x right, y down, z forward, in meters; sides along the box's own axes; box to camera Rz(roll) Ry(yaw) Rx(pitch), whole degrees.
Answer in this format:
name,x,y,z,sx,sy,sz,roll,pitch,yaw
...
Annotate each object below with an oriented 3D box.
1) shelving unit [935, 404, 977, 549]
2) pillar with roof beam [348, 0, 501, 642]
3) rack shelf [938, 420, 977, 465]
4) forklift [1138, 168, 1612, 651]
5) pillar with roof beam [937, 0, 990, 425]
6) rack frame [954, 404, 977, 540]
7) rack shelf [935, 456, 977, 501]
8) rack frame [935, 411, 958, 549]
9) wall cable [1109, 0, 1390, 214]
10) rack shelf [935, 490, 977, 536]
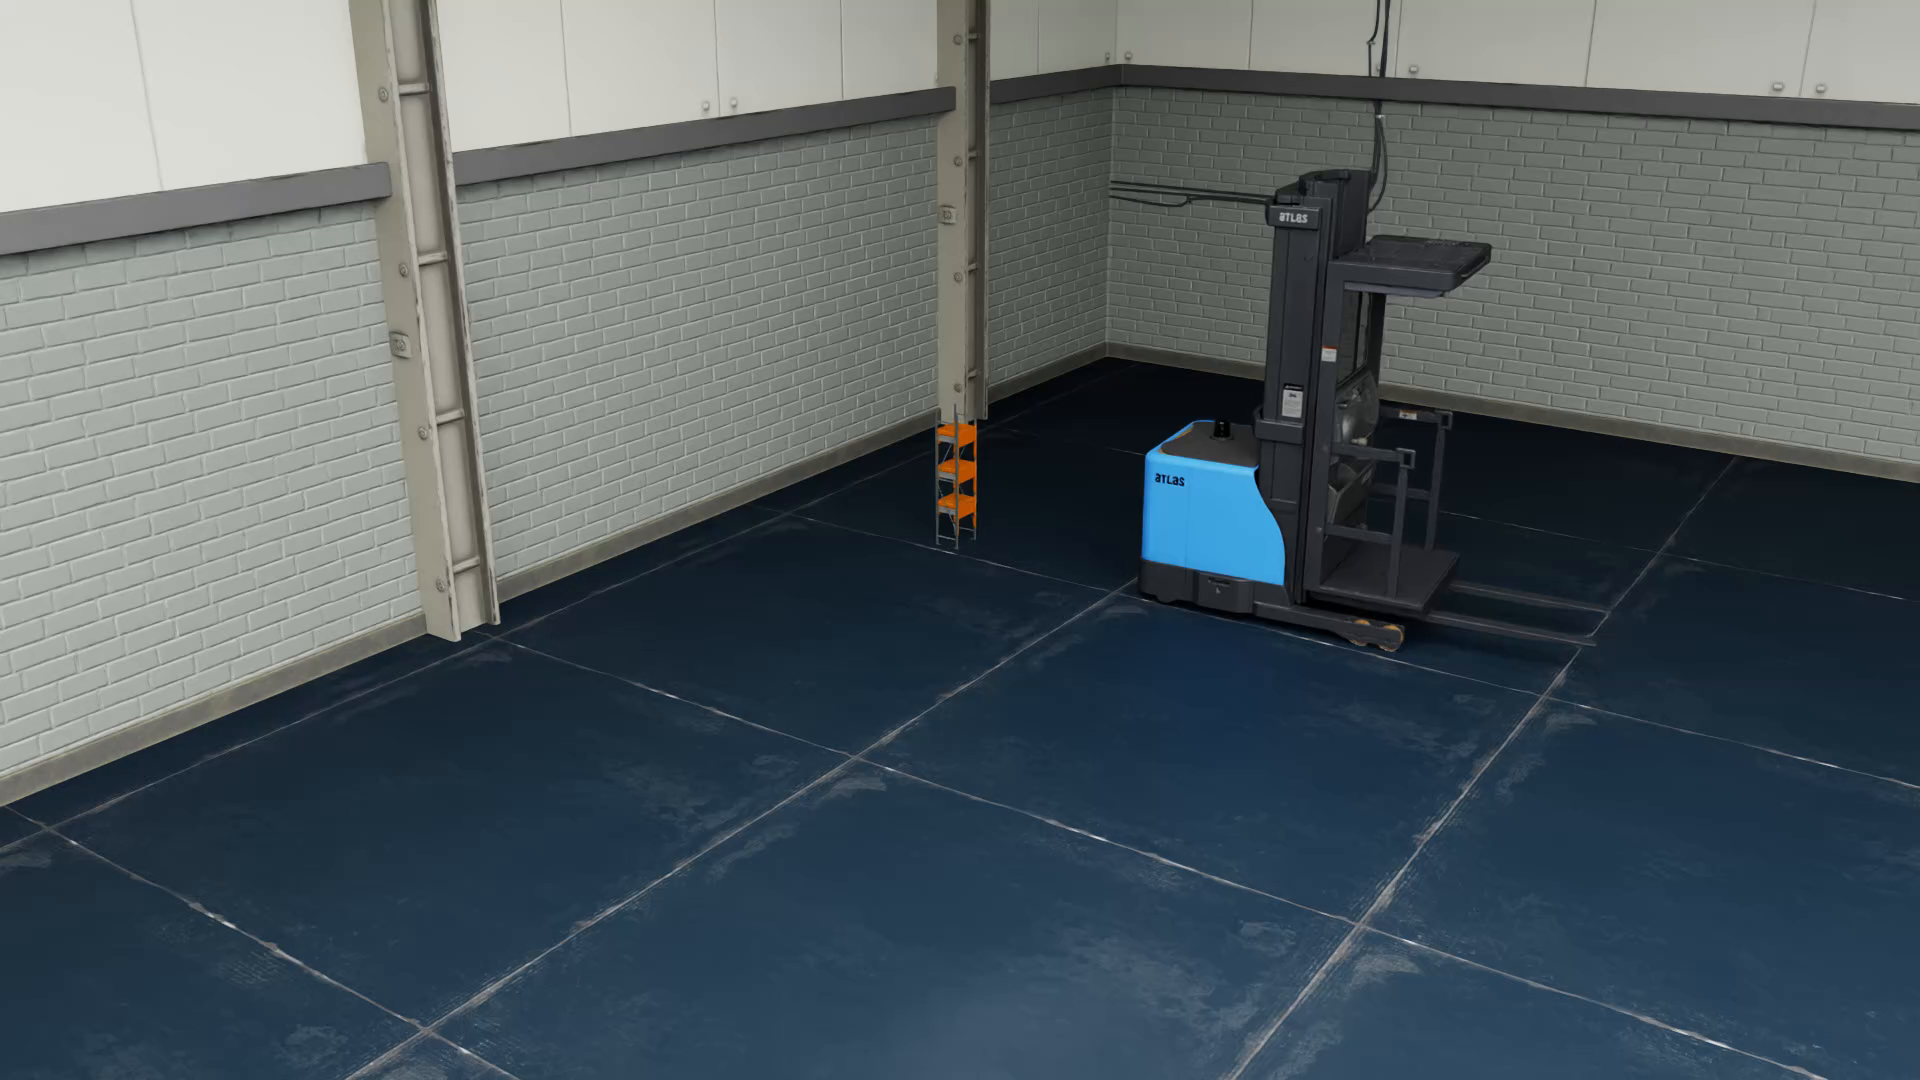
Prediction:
name,x,y,z,sx,sy,sz,roll,pitch,yaw
shelving unit,-0.030,-0.477,12.541,0.215,1.050,0.252,13,24,32
pillar with roof beam,0.219,-2.795,7.350,9.100,9.000,0.400,13,24,32
rack shelf,-0.030,-0.733,12.446,0.215,0.259,0.240,13,24,32
forklift,2.788,-0.862,10.870,3.031,2.935,1.130,11,23,27
pillar with roof beam,3.592,-4.517,12.004,9.100,9.000,0.400,13,24,32
rack frame,0.039,-0.512,12.636,0.200,1.050,0.008,13,24,32
rack shelf,-0.030,-0.467,12.545,0.215,0.259,0.240,13,24,32
rack frame,-0.099,-0.442,12.447,0.200,1.050,0.008,13,24,32
wall cable,2.781,-4.487,16.401,3.097,2.526,0.112,13,24,32
rack shelf,-0.030,-0.206,12.641,0.215,0.259,0.240,13,24,32
